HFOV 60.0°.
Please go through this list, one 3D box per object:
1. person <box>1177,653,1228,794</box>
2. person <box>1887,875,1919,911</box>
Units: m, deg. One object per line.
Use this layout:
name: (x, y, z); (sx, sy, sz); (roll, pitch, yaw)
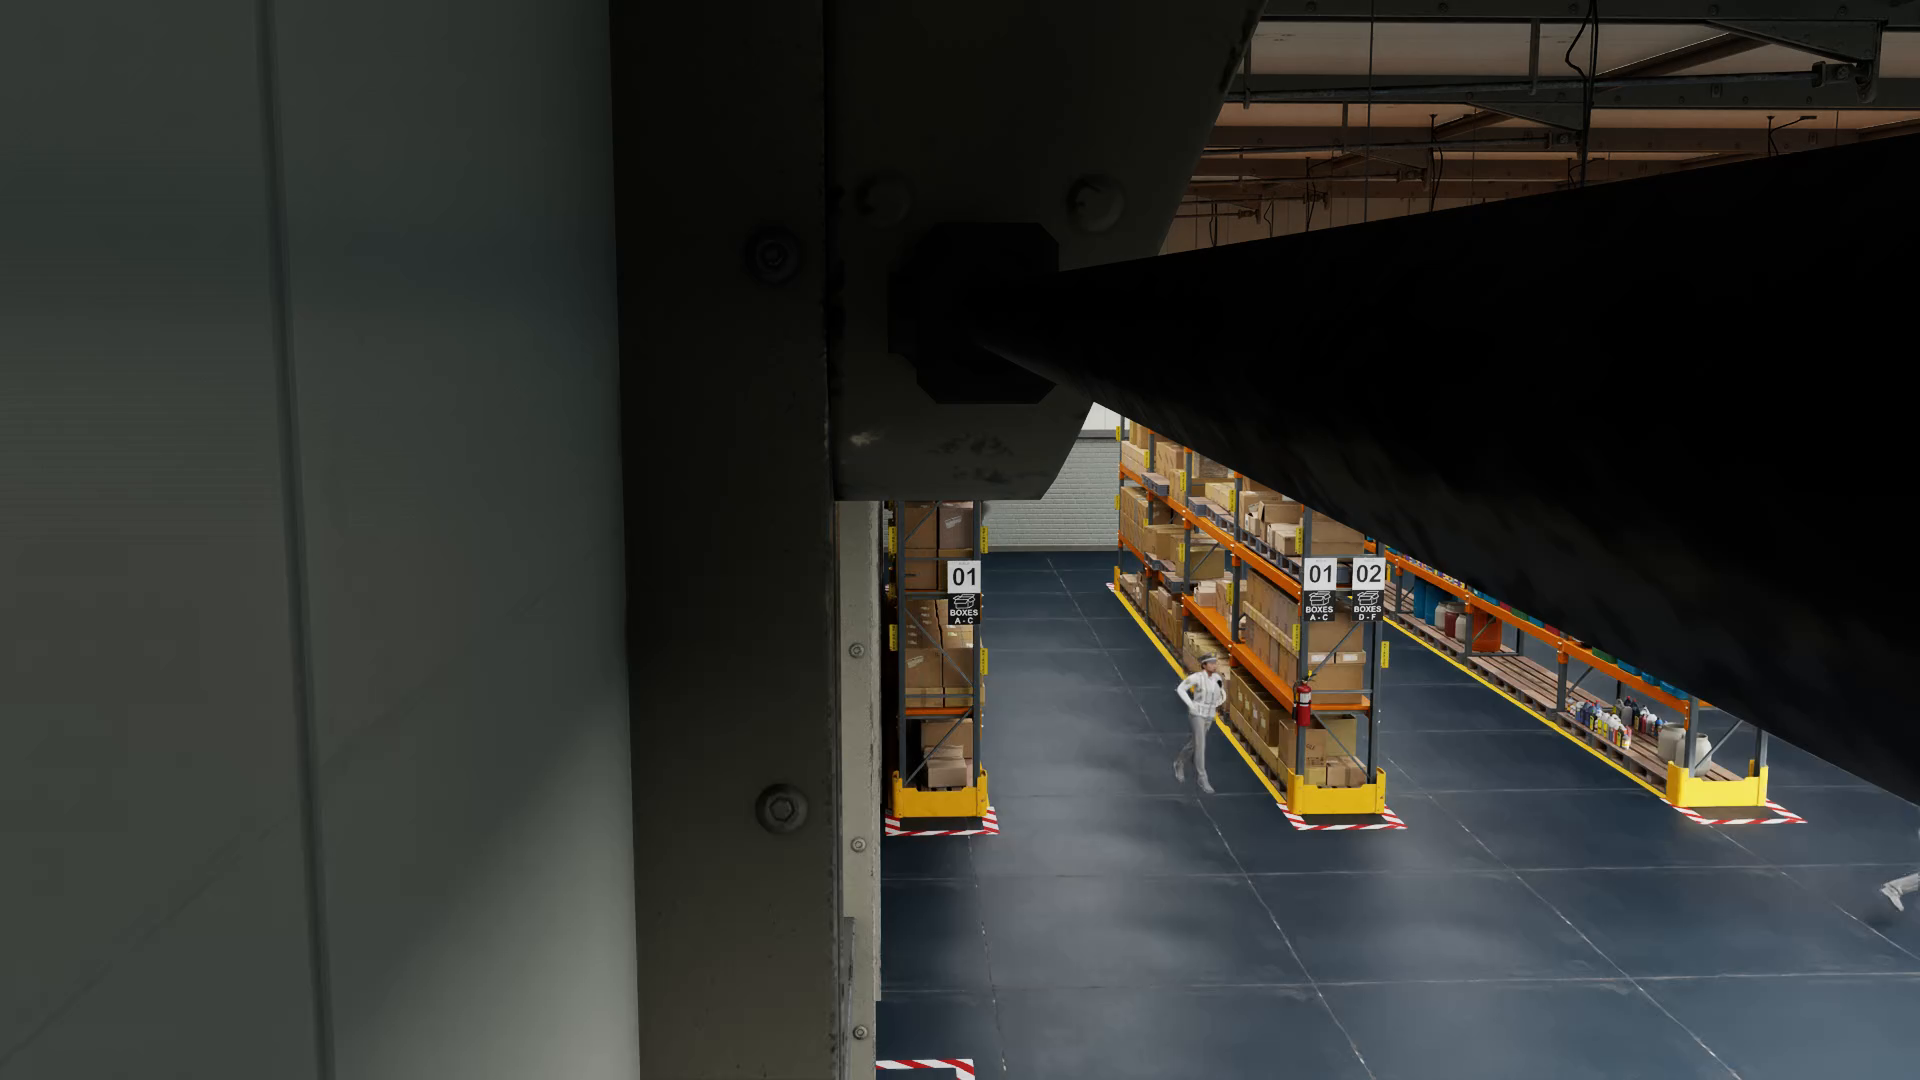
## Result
person: (3.090, 2.252, 20.878); (0.654, 1.707, 0.773); (-5, 10, -31)
person: (9.945, 3.068, 16.757); (0.972, 1.768, 0.680); (4, 9, 26)
